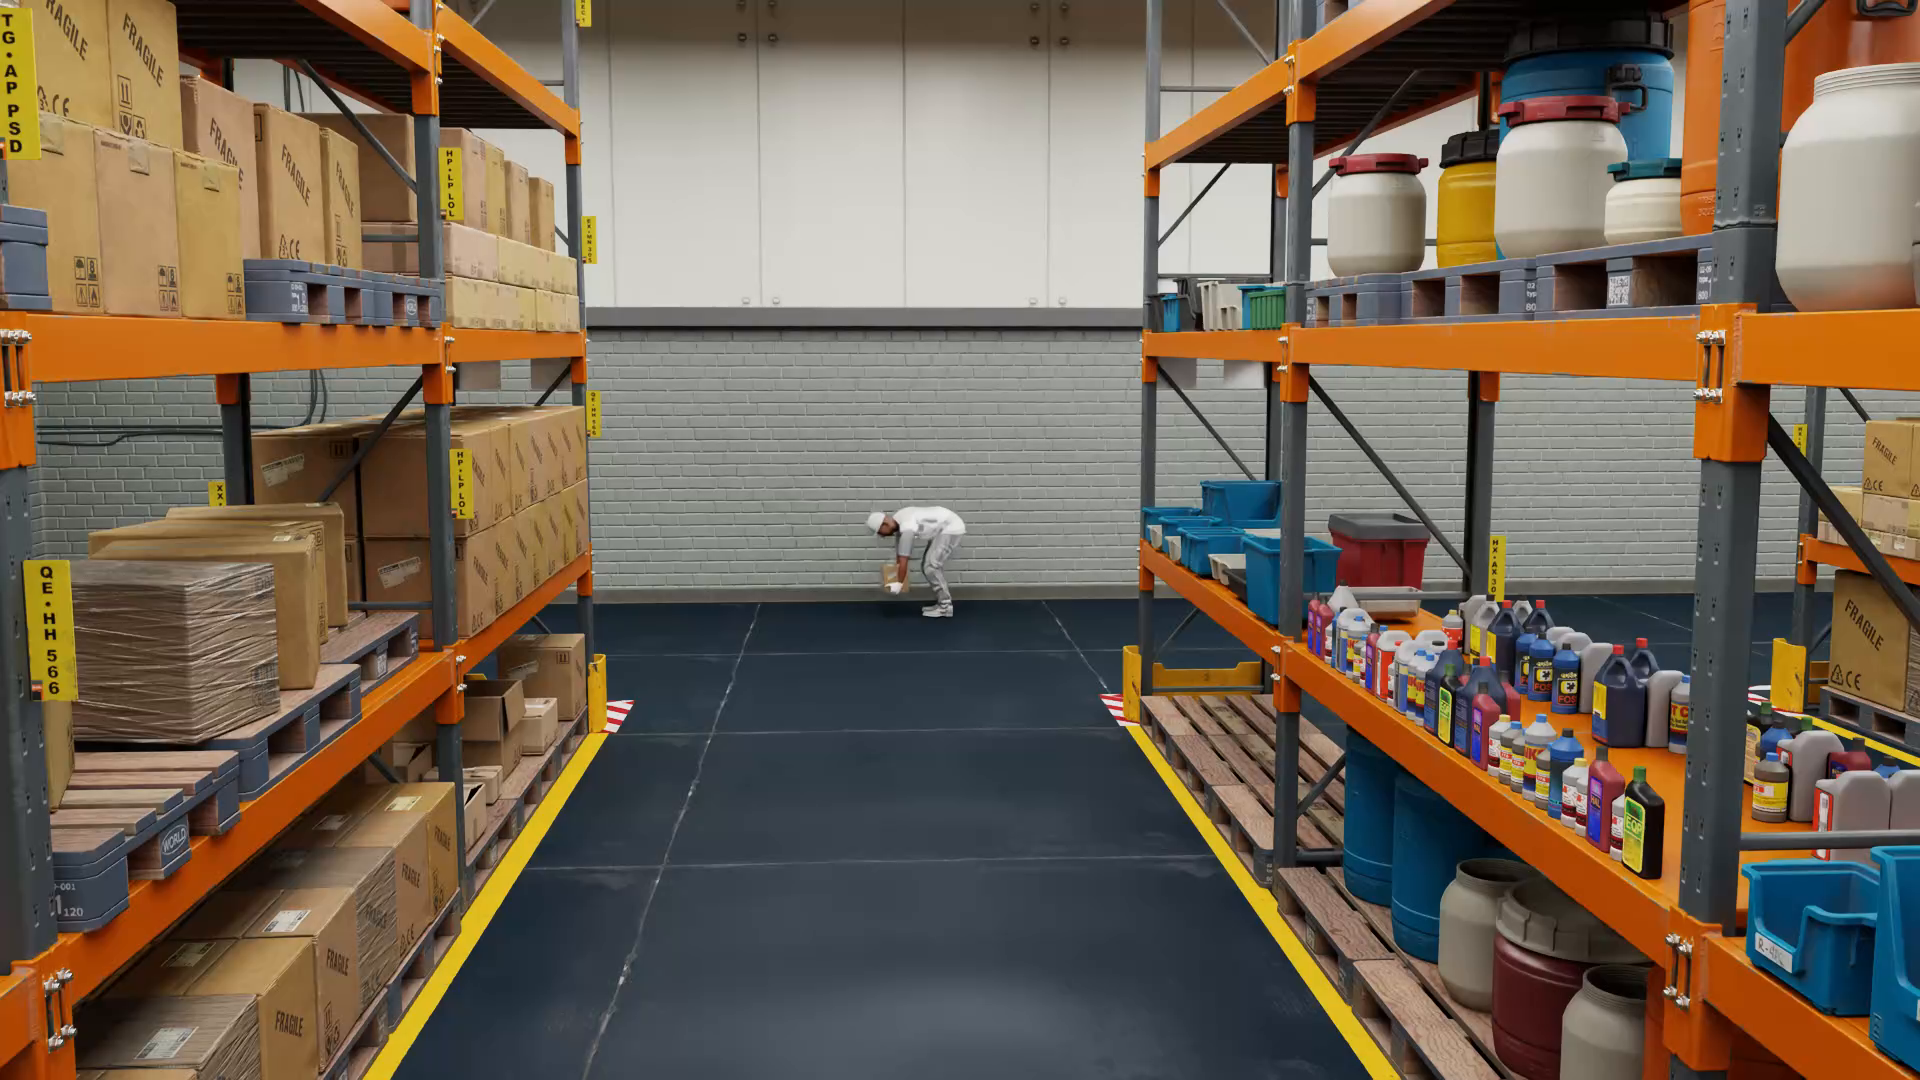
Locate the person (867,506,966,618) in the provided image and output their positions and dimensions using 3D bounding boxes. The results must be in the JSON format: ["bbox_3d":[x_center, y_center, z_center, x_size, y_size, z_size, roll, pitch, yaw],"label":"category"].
[{"bbox_3d":[-0.438,0.217,16.719,0.991,1.097,0.507,-1,7,-6],"label":"person"}]
